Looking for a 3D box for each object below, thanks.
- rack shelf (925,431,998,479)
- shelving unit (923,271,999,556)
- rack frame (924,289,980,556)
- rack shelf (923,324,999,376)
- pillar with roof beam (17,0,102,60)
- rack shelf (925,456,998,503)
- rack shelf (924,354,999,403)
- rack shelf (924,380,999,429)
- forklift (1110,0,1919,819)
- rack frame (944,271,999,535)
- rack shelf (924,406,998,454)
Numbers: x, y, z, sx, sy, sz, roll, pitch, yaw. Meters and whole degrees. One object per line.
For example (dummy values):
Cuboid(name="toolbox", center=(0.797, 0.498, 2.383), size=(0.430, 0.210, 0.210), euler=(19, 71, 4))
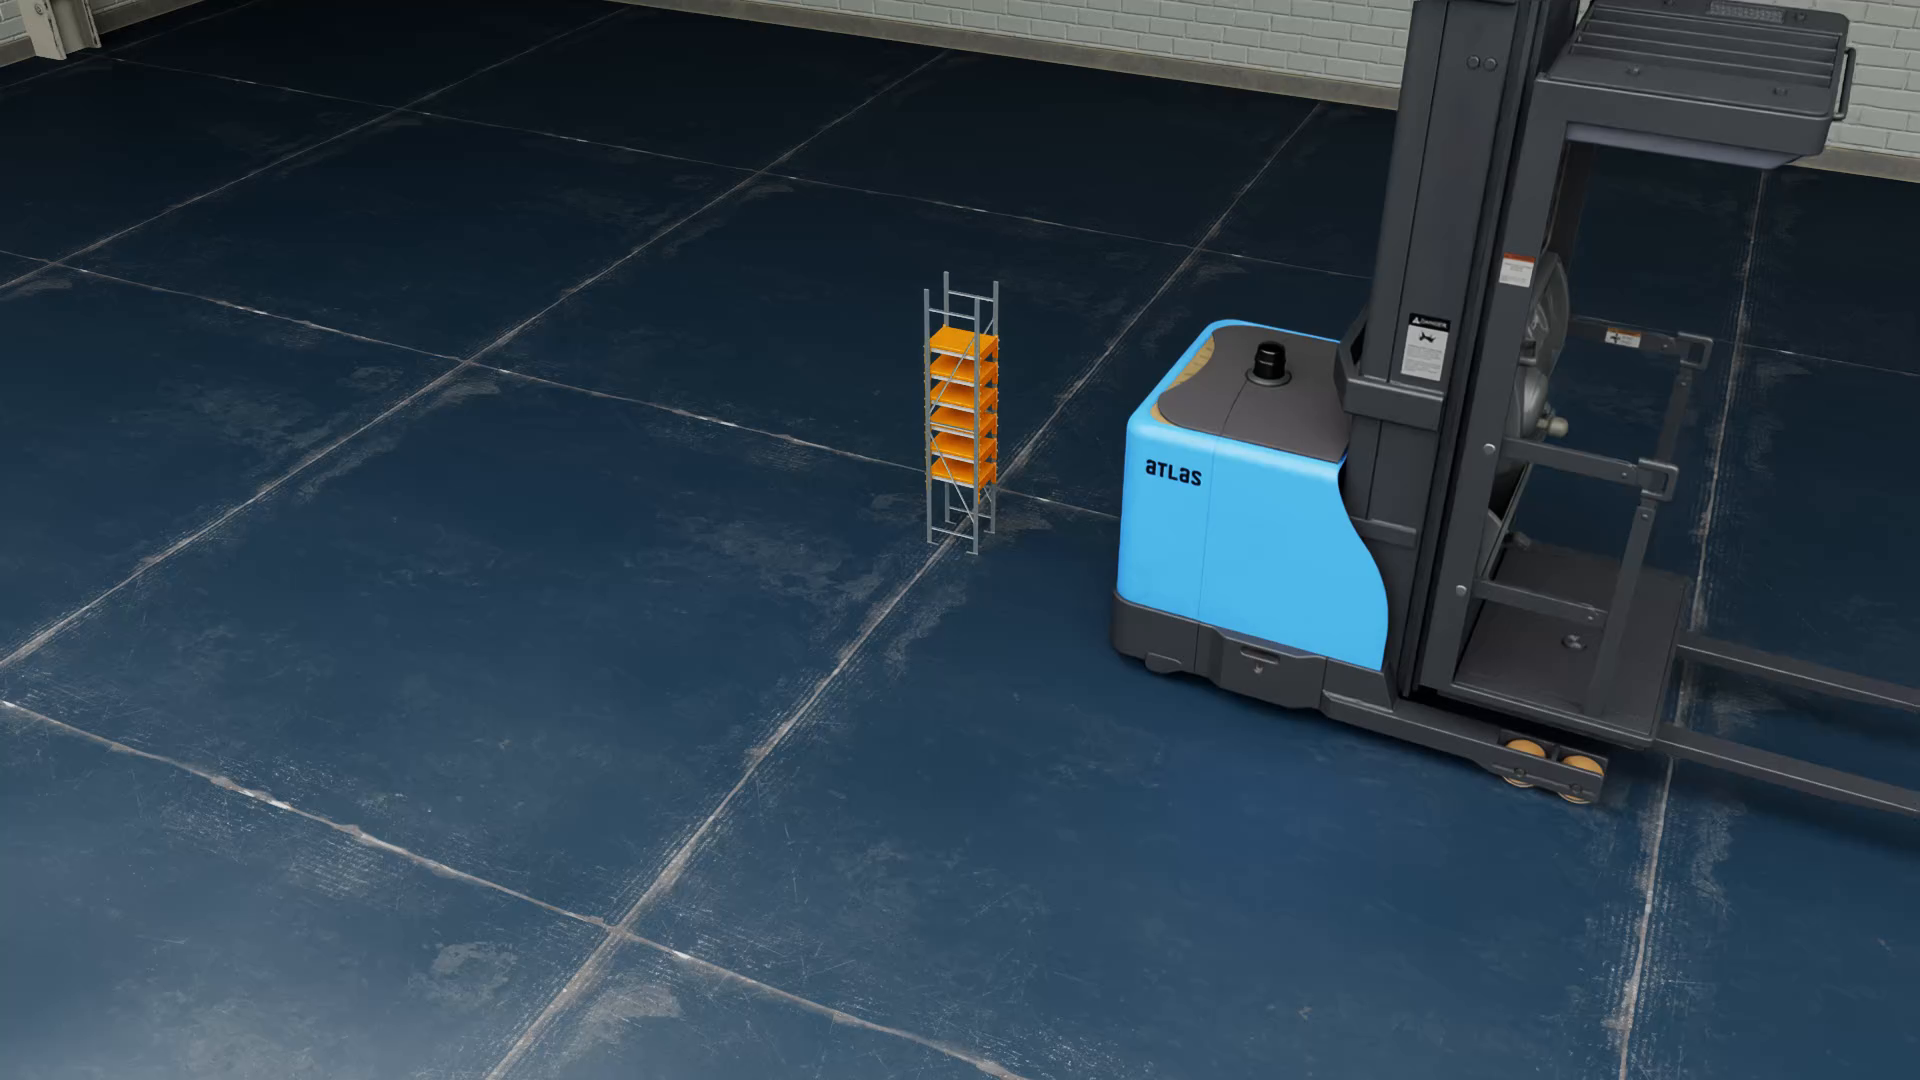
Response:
Cuboid(name="rack shelf", center=(0.006, -0.371, 7.022), size=(0.258, 0.103, 0.180), euler=(14, 36, 20))
Cuboid(name="shelving unit", center=(0.006, -0.509, 6.932), size=(0.258, 1.200, 0.189), euler=(14, 36, 20))
Cuboid(name="rack frame", center=(-0.032, -0.463, 6.862), size=(0.240, 1.200, 0.006), euler=(14, 36, 20))
Cuboid(name="rack shelf", center=(0.006, -0.773, 6.759), size=(0.258, 0.103, 0.180), euler=(14, 36, 20))
Cuboid(name="pillar with roof beam", center=(-3.146, -6.647, 9.181), size=(9.100, 9.000, 0.400), euler=(14, 36, 20))
Cuboid(name="rack shelf", center=(0.006, -0.271, 7.088), size=(0.258, 0.103, 0.180), euler=(14, 36, 20))
Cuboid(name="rack shelf", center=(0.006, -0.673, 6.825), size=(0.258, 0.103, 0.180), euler=(14, 36, 20))
Cuboid(name="rack shelf", center=(0.006, -0.572, 6.891), size=(0.258, 0.103, 0.180), euler=(14, 36, 20))
Cuboid(name="forklift", center=(2.141, -0.634, 5.544), size=(3.031, 2.935, 1.130), euler=(15, 36, 22))
Cuboid(name="rack frame", center=(0.044, -0.555, 7.001), size=(0.240, 1.200, 0.006), euler=(14, 36, 20))
Cuboid(name="rack shelf", center=(0.006, -0.472, 6.956), size=(0.258, 0.103, 0.180), euler=(14, 36, 20))
